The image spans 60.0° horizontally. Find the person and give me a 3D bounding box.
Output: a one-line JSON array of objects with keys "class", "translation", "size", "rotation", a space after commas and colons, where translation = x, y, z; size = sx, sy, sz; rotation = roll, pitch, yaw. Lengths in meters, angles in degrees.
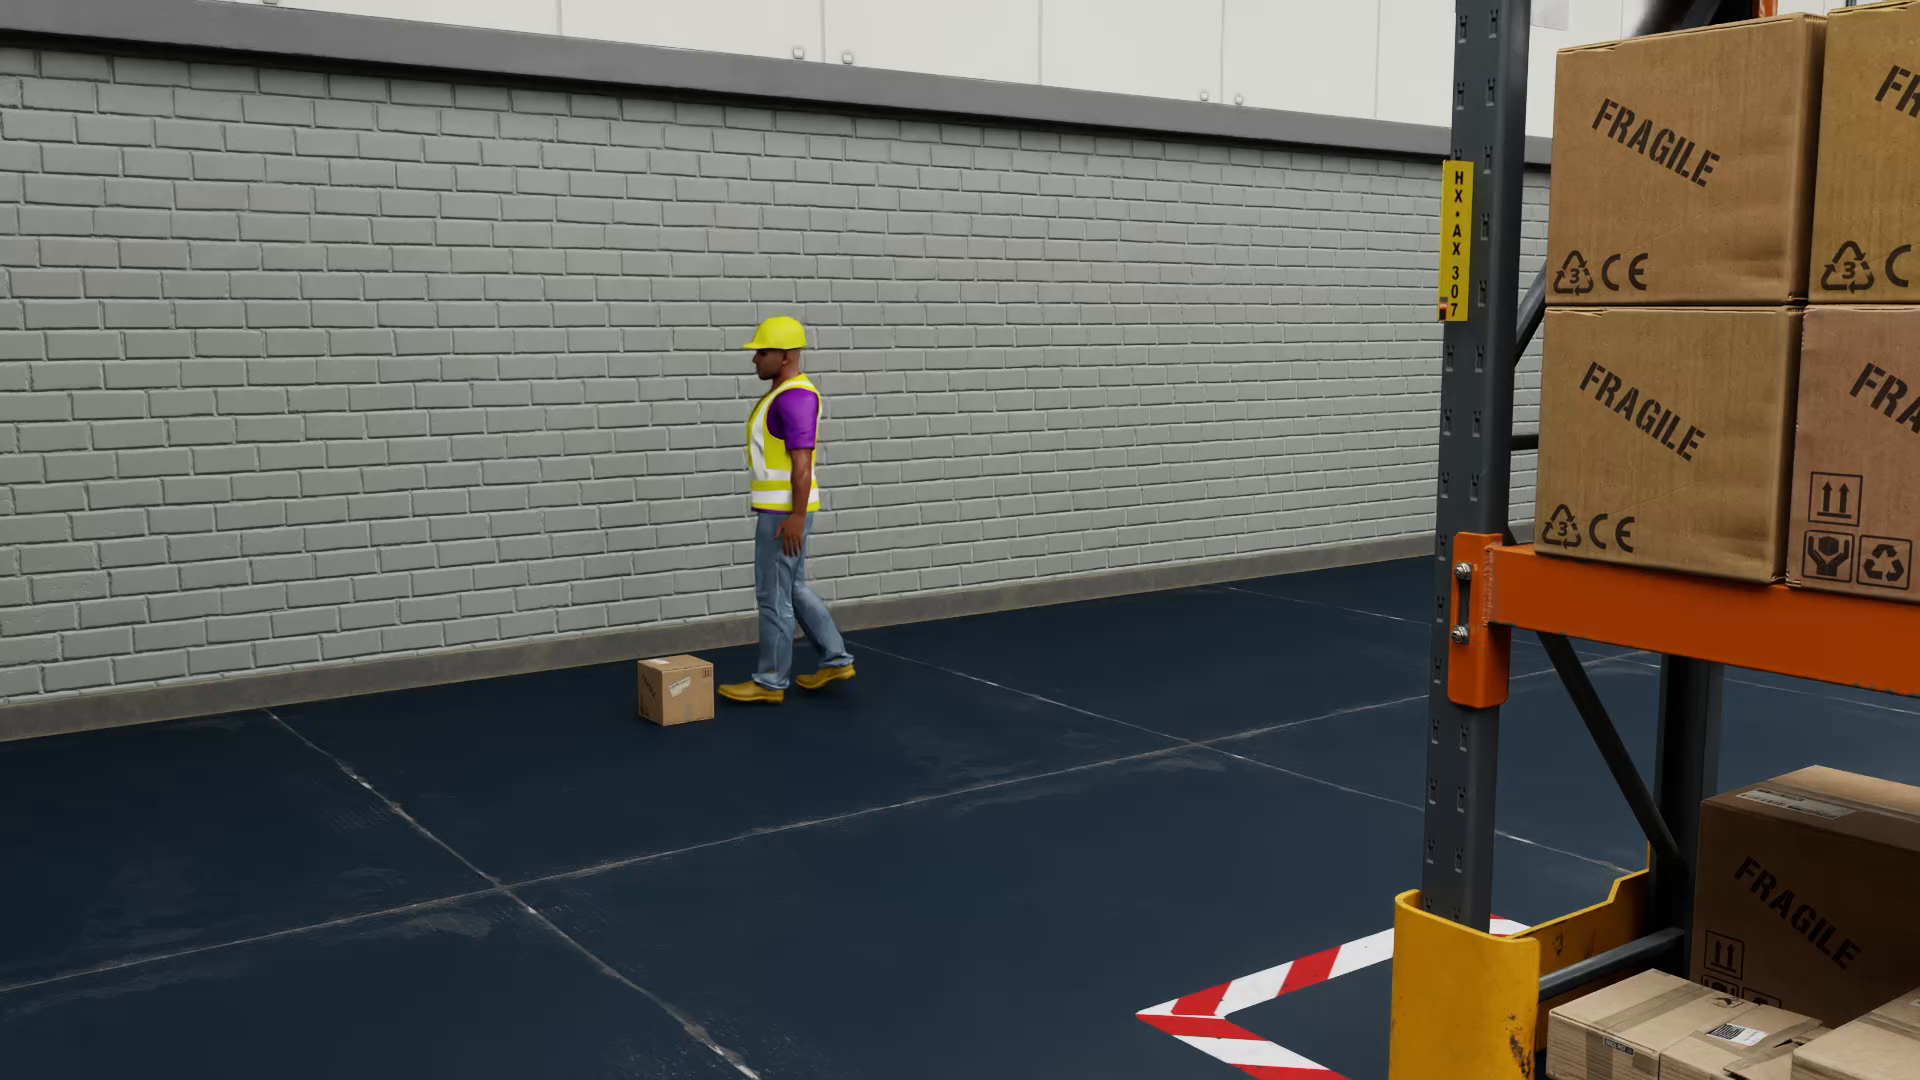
[{"class": "person", "translation": [-0.804, -0.133, 7.638], "size": [0.653, 1.775, 0.588], "rotation": [-1, 8, -9]}]
